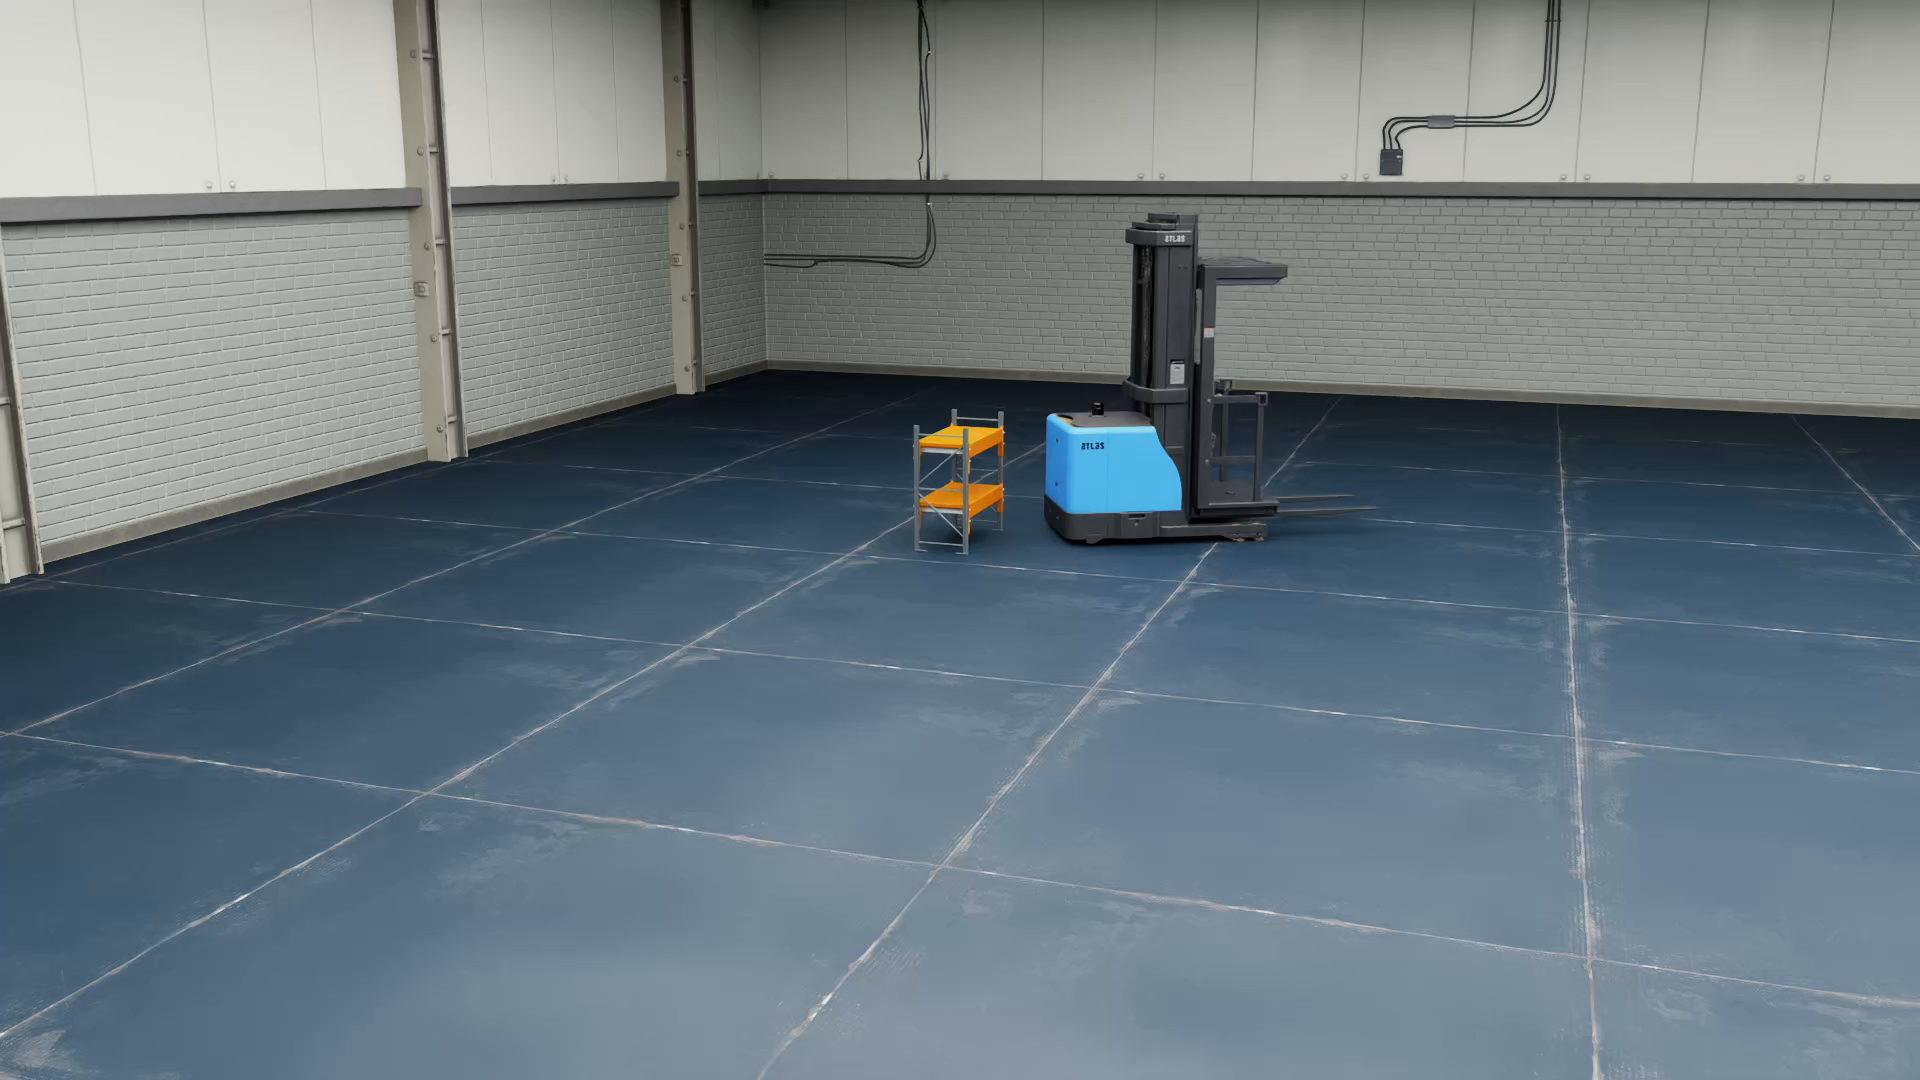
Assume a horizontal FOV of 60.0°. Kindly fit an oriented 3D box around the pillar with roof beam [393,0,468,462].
[{"bbox_3d":[-1.922,-5.034,17.082,9.100,9.000,0.400,4,14,18],"label":"pillar with roof beam"}]

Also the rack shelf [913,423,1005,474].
[{"bbox_3d":[-0.002,-0.832,15.053,0.538,0.278,1.000,4,14,18],"label":"rack shelf"}]

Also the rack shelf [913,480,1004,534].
[{"bbox_3d":[-0.002,-0.309,15.173,0.538,0.278,1.000,4,14,18],"label":"rack shelf"}]

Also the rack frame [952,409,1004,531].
[{"bbox_3d":[0.162,-0.654,15.588,0.500,1.125,0.032,4,14,18],"label":"rack frame"}]

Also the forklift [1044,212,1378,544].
[{"bbox_3d":[2.365,-1.527,15.353,3.031,2.935,1.130,-2,13,-9],"label":"forklift"}]

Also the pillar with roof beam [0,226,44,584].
[{"bbox_3d":[-3.864,-3.770,11.547,9.100,9.000,0.400,4,14,18],"label":"pillar with roof beam"}]

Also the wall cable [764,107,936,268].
[{"bbox_3d":[-1.850,-5.618,26.621,3.097,2.526,0.112,4,14,18],"label":"wall cable"}]

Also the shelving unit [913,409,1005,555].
[{"bbox_3d":[-0.002,-0.547,15.119,0.538,1.125,1.048,4,14,18],"label":"shelving unit"}]

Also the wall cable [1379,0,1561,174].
[{"bbox_3d":[7.128,-8.103,22.887,2.305,6.003,0.169,4,14,18],"label":"wall cable"}]

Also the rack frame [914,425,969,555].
[{"bbox_3d":[-0.167,-0.440,14.650,0.500,1.125,0.032,4,14,18],"label":"rack frame"}]

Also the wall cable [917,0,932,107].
[{"bbox_3d":[0.710,-7.886,25.205,3.097,2.526,0.112,4,14,18],"label":"wall cable"}]

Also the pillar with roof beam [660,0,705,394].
[{"bbox_3d":[0.019,-6.297,22.617,9.100,9.000,0.400,4,14,18],"label":"pillar with roof beam"}]
